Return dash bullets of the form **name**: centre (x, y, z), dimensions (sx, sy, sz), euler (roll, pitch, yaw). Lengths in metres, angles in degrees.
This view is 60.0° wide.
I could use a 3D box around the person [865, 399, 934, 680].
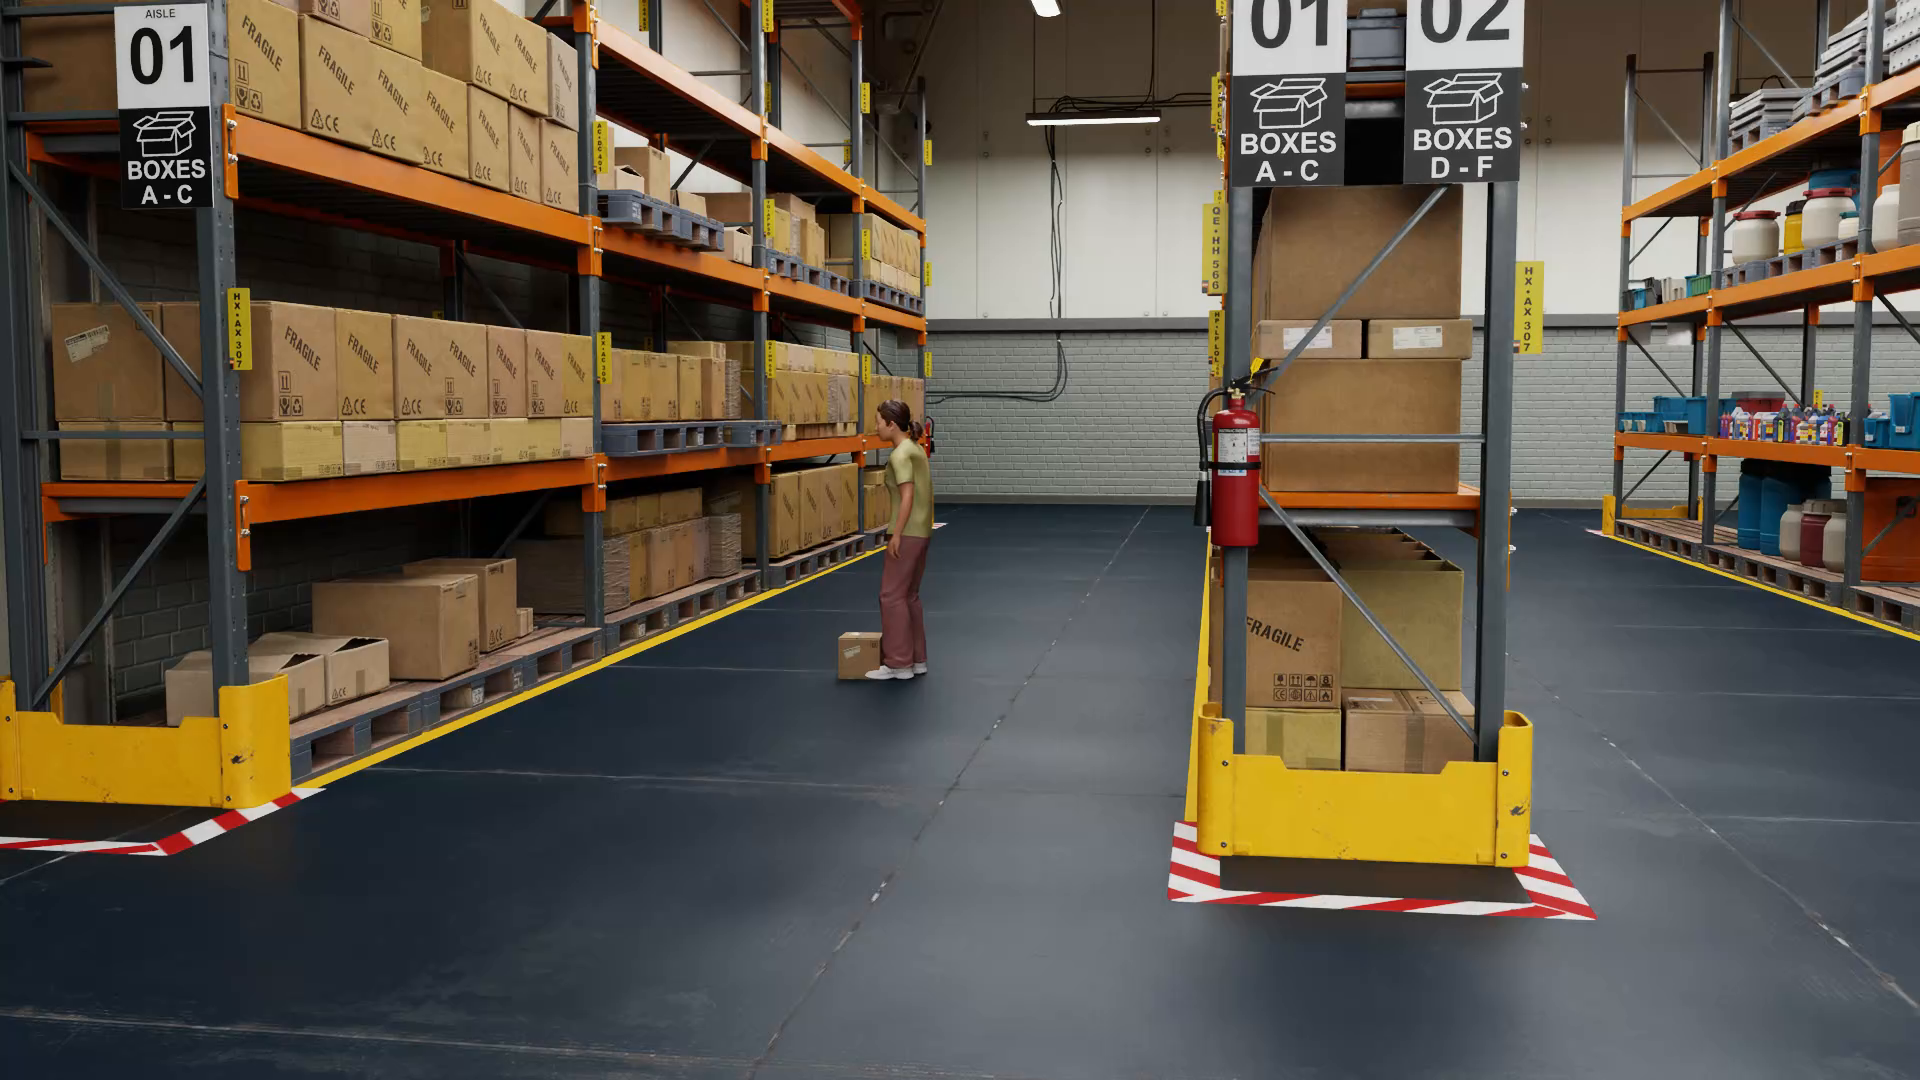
- **person**: centre (-0.366, -0.009, 9.968), dimensions (0.407, 1.673, 0.498), euler (1, 5, 9)
